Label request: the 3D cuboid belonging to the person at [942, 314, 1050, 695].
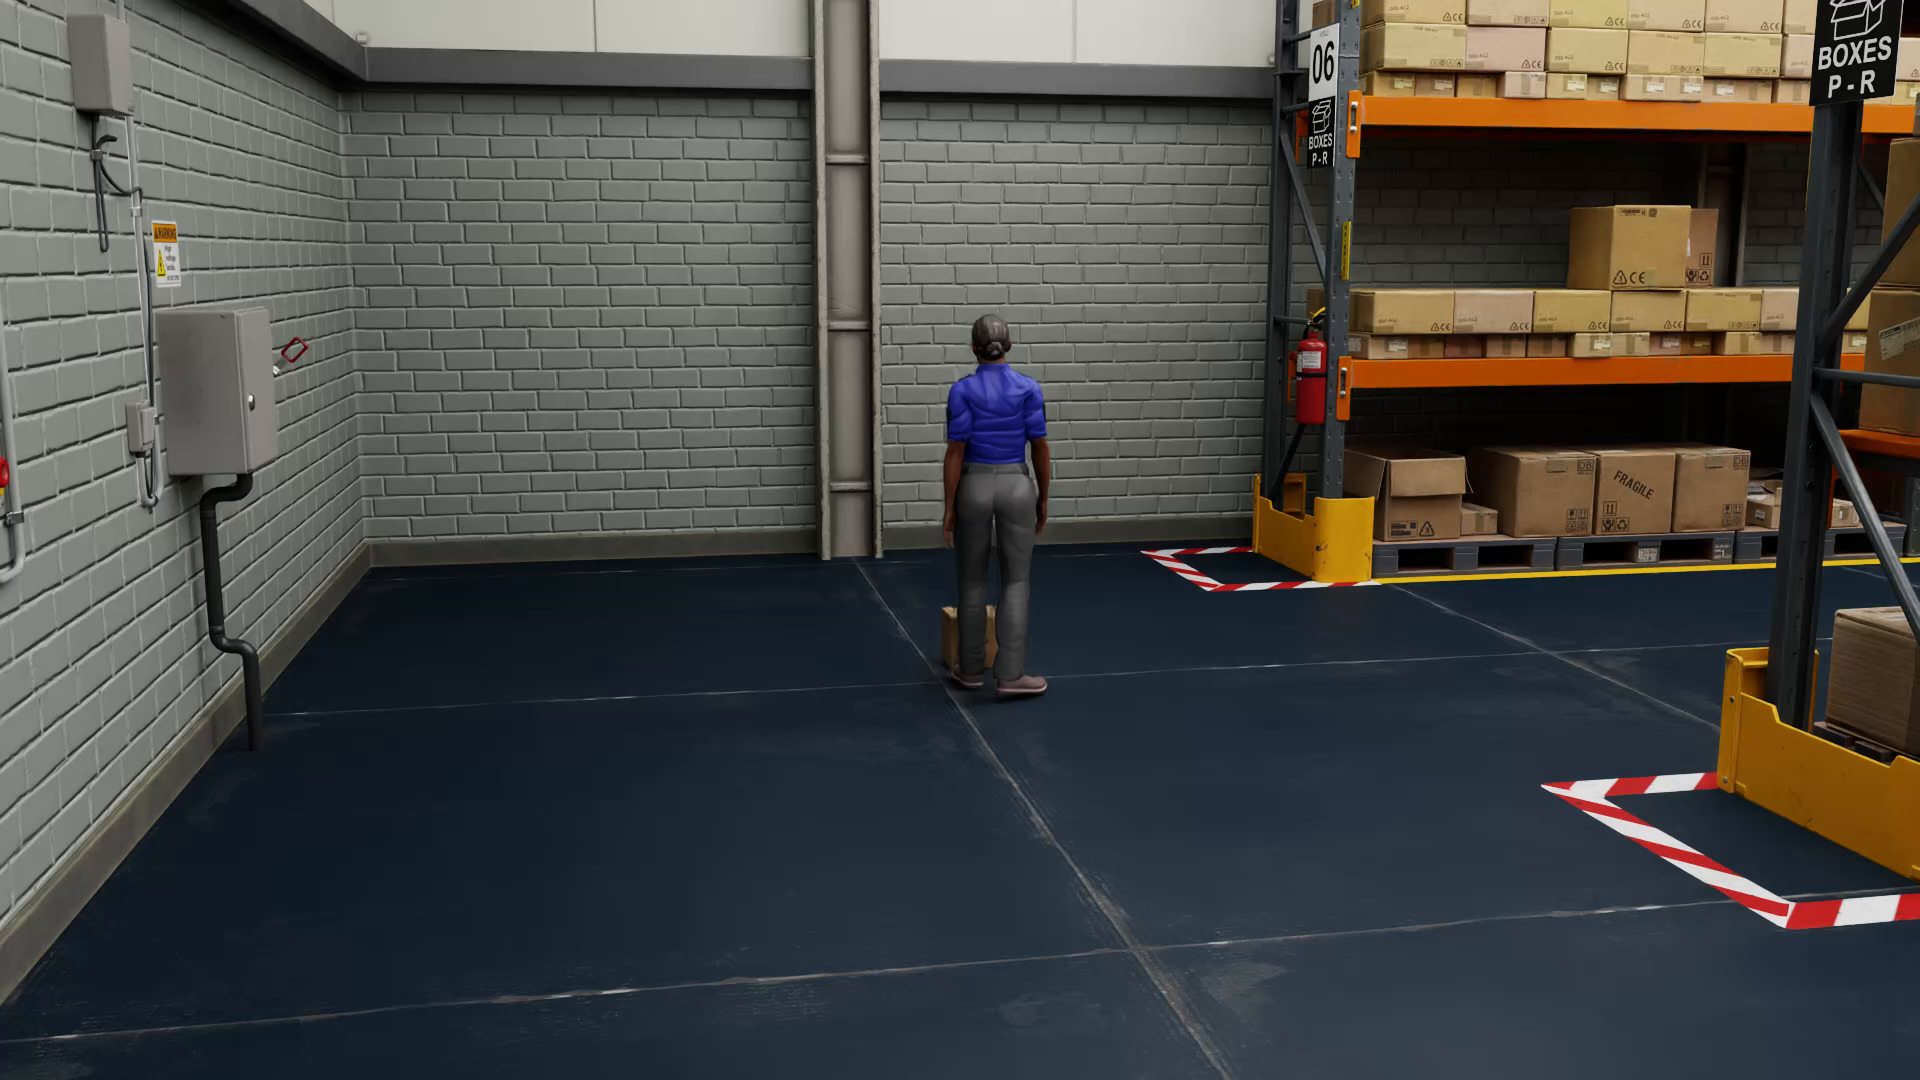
[{"bbox_3d":[0.158,-0.157,7.271,0.471,1.652,0.507,0,10,-1],"label":"person"}]
